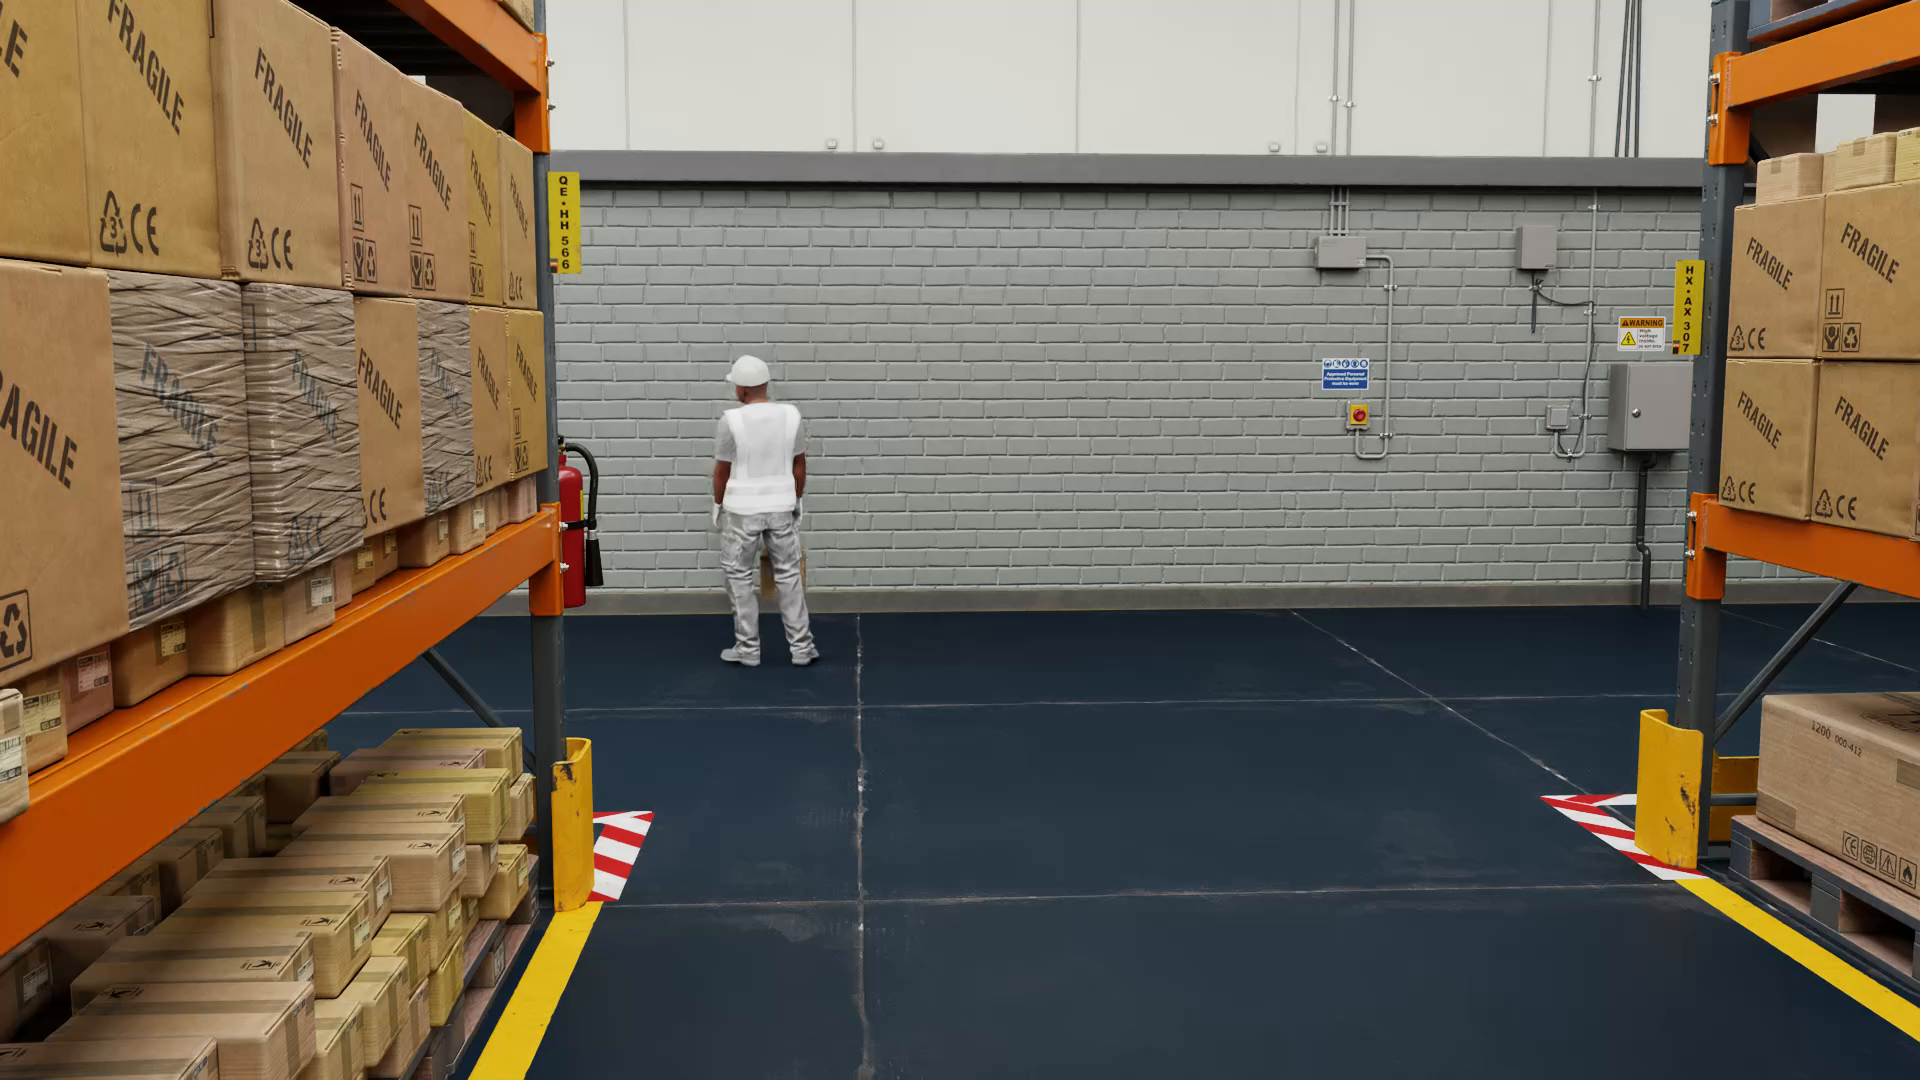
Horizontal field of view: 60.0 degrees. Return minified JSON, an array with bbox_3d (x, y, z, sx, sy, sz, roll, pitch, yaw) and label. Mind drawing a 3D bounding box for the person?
[{"bbox_3d":[-1.126,-0.167,9.572,0.623,1.782,0.461,-3,8,-27],"label":"person"}]
